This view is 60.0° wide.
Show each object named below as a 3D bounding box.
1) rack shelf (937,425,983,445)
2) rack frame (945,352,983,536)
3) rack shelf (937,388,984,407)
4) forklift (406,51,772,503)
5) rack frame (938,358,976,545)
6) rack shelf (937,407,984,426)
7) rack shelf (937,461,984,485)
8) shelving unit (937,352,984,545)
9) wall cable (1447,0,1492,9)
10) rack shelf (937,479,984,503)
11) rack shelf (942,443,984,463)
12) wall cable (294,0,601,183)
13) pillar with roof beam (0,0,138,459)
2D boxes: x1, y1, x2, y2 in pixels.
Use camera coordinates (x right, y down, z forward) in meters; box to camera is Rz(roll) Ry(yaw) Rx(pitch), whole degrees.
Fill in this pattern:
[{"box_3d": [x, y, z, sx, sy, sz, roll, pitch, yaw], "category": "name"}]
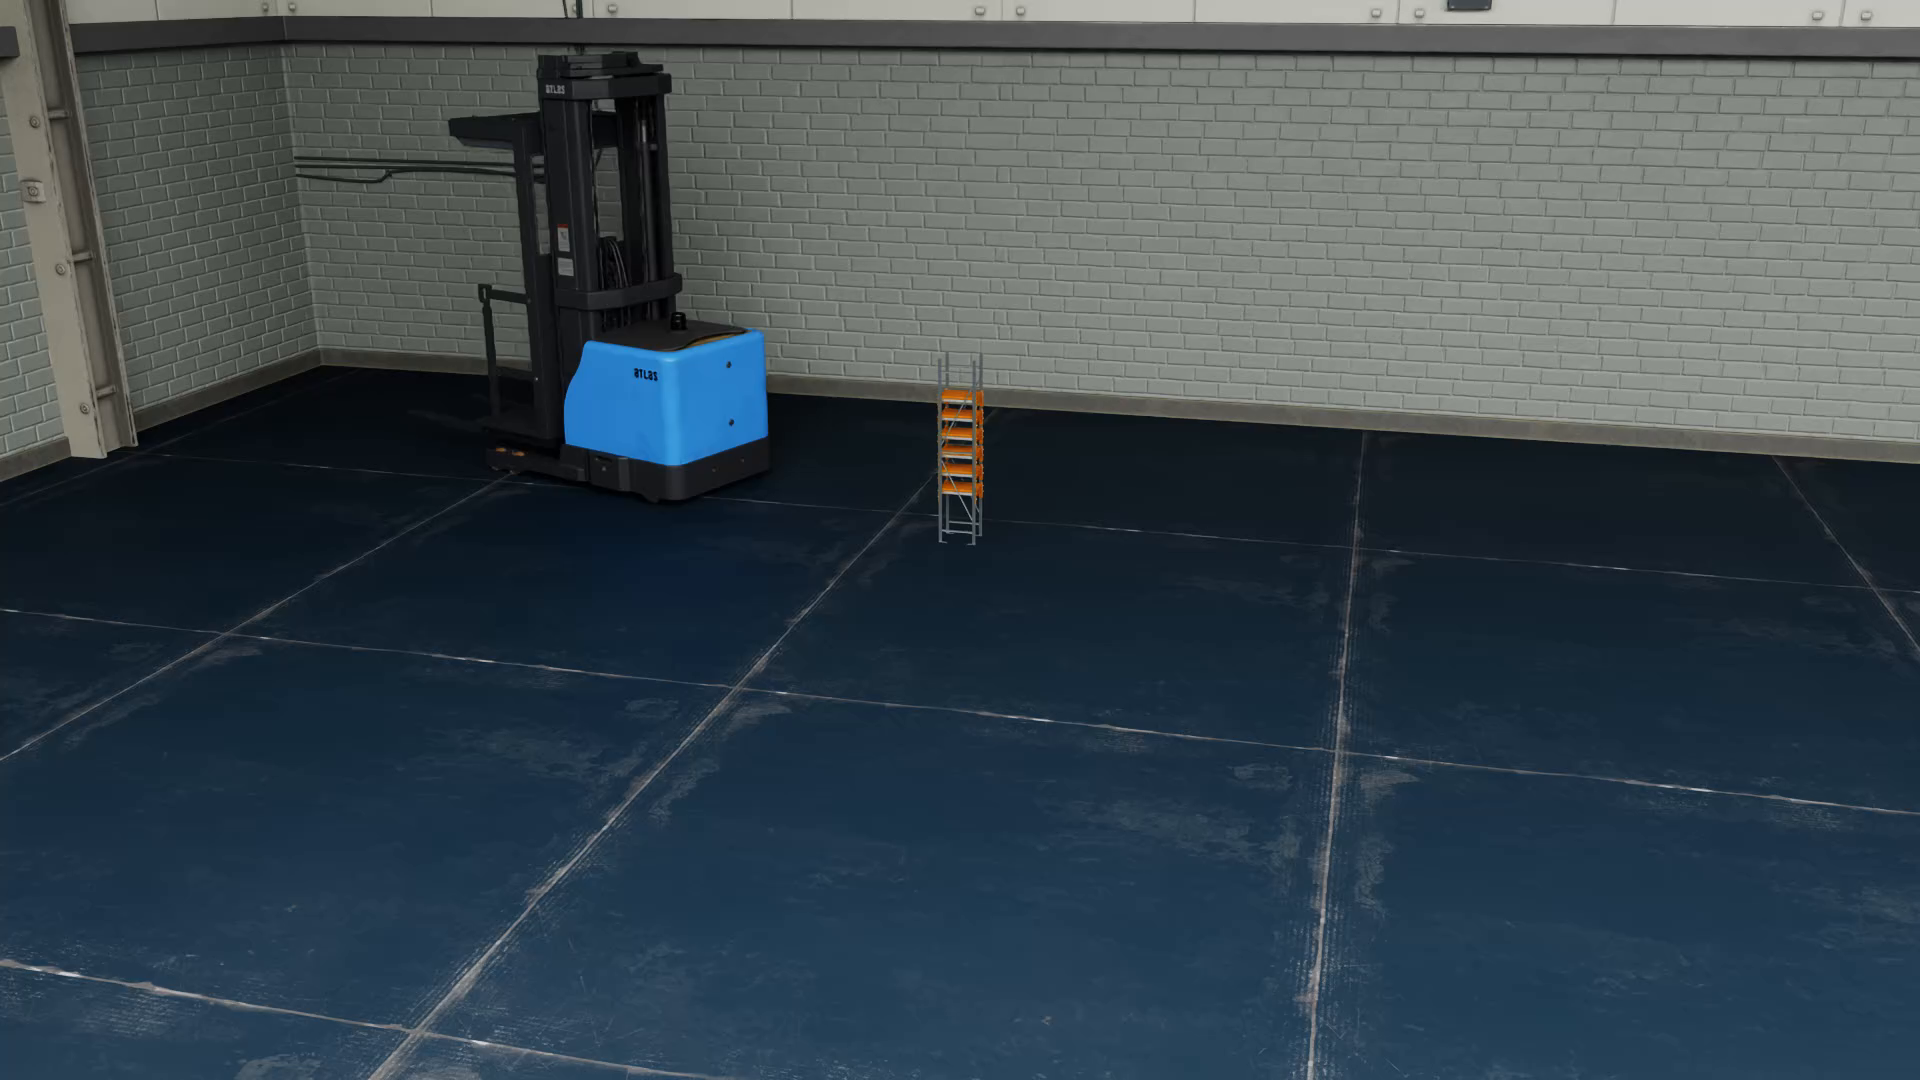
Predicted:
[{"box_3d": [0.004, -0.644, 10.482, 0.258, 0.103, 0.180, 5, 19, 13], "category": "rack shelf"}, {"box_3d": [0.026, -0.601, 10.591, 0.240, 1.200, 0.006, 5, 19, 13], "category": "rack frame"}, {"box_3d": [0.004, -0.871, 10.405, 0.258, 0.103, 0.180, 5, 19, 13], "category": "rack shelf"}, {"box_3d": [-2.864, -1.987, 11.971, 3.031, 2.935, 1.130, 12, 22, 32], "category": "forklift"}, {"box_3d": [-0.019, -0.544, 10.423, 0.240, 1.200, 0.006, 5, 19, 13], "category": "rack frame"}, {"box_3d": [0.004, -0.757, 10.444, 0.258, 0.103, 0.180, 5, 19, 13], "category": "rack shelf"}, {"box_3d": [0.004, -0.417, 10.560, 0.258, 0.103, 0.180, 5, 19, 13], "category": "rack shelf"}, {"box_3d": [0.004, -0.572, 10.507, 0.258, 1.200, 0.189, 5, 19, 13], "category": "shelving unit"}, {"box_3d": [4.668, -6.617, 10.877, 2.305, 6.003, 0.169, 5, 19, 13], "category": "wall cable"}, {"box_3d": [0.004, -0.303, 10.599, 0.258, 0.103, 0.180, 5, 19, 13], "category": "rack shelf"}, {"box_3d": [0.004, -0.530, 10.521, 0.258, 0.103, 0.180, 5, 19, 13], "category": "rack shelf"}, {"box_3d": [-4.533, -4.293, 14.138, 3.097, 2.526, 0.112, 5, 19, 13], "category": "wall cable"}, {"box_3d": [-2.361, -4.603, 10.243, 9.100, 9.000, 0.400, 5, 19, 13], "category": "pillar with roof beam"}]
